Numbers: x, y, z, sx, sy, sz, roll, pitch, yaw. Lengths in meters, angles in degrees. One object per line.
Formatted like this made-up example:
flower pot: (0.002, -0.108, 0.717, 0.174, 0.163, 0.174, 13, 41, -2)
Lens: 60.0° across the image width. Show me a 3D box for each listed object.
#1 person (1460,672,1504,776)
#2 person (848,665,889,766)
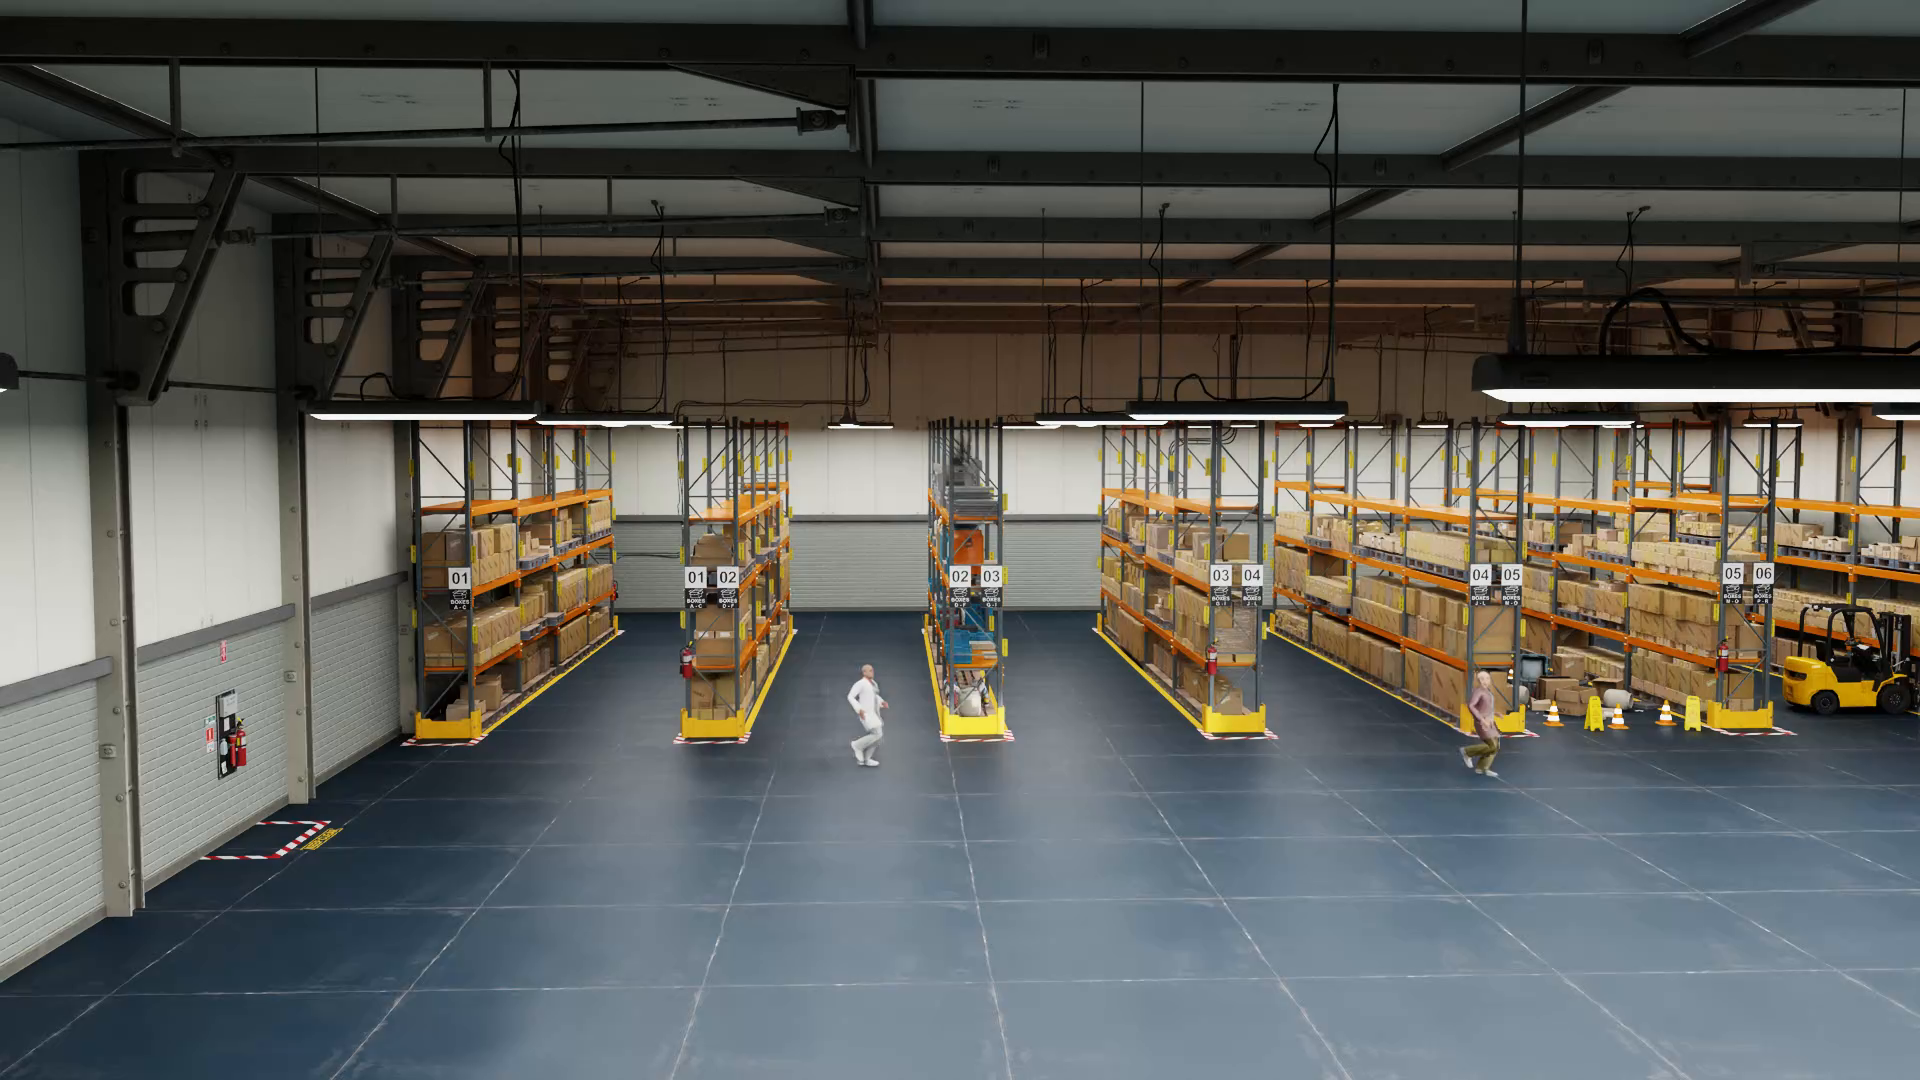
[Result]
person: (8.699, 3.057, 27.703, 0.640, 1.737, 0.709, 2, 4, 33)
person: (-1.525, 3.001, 28.451, 0.624, 1.732, 0.715, 2, 4, 25)
